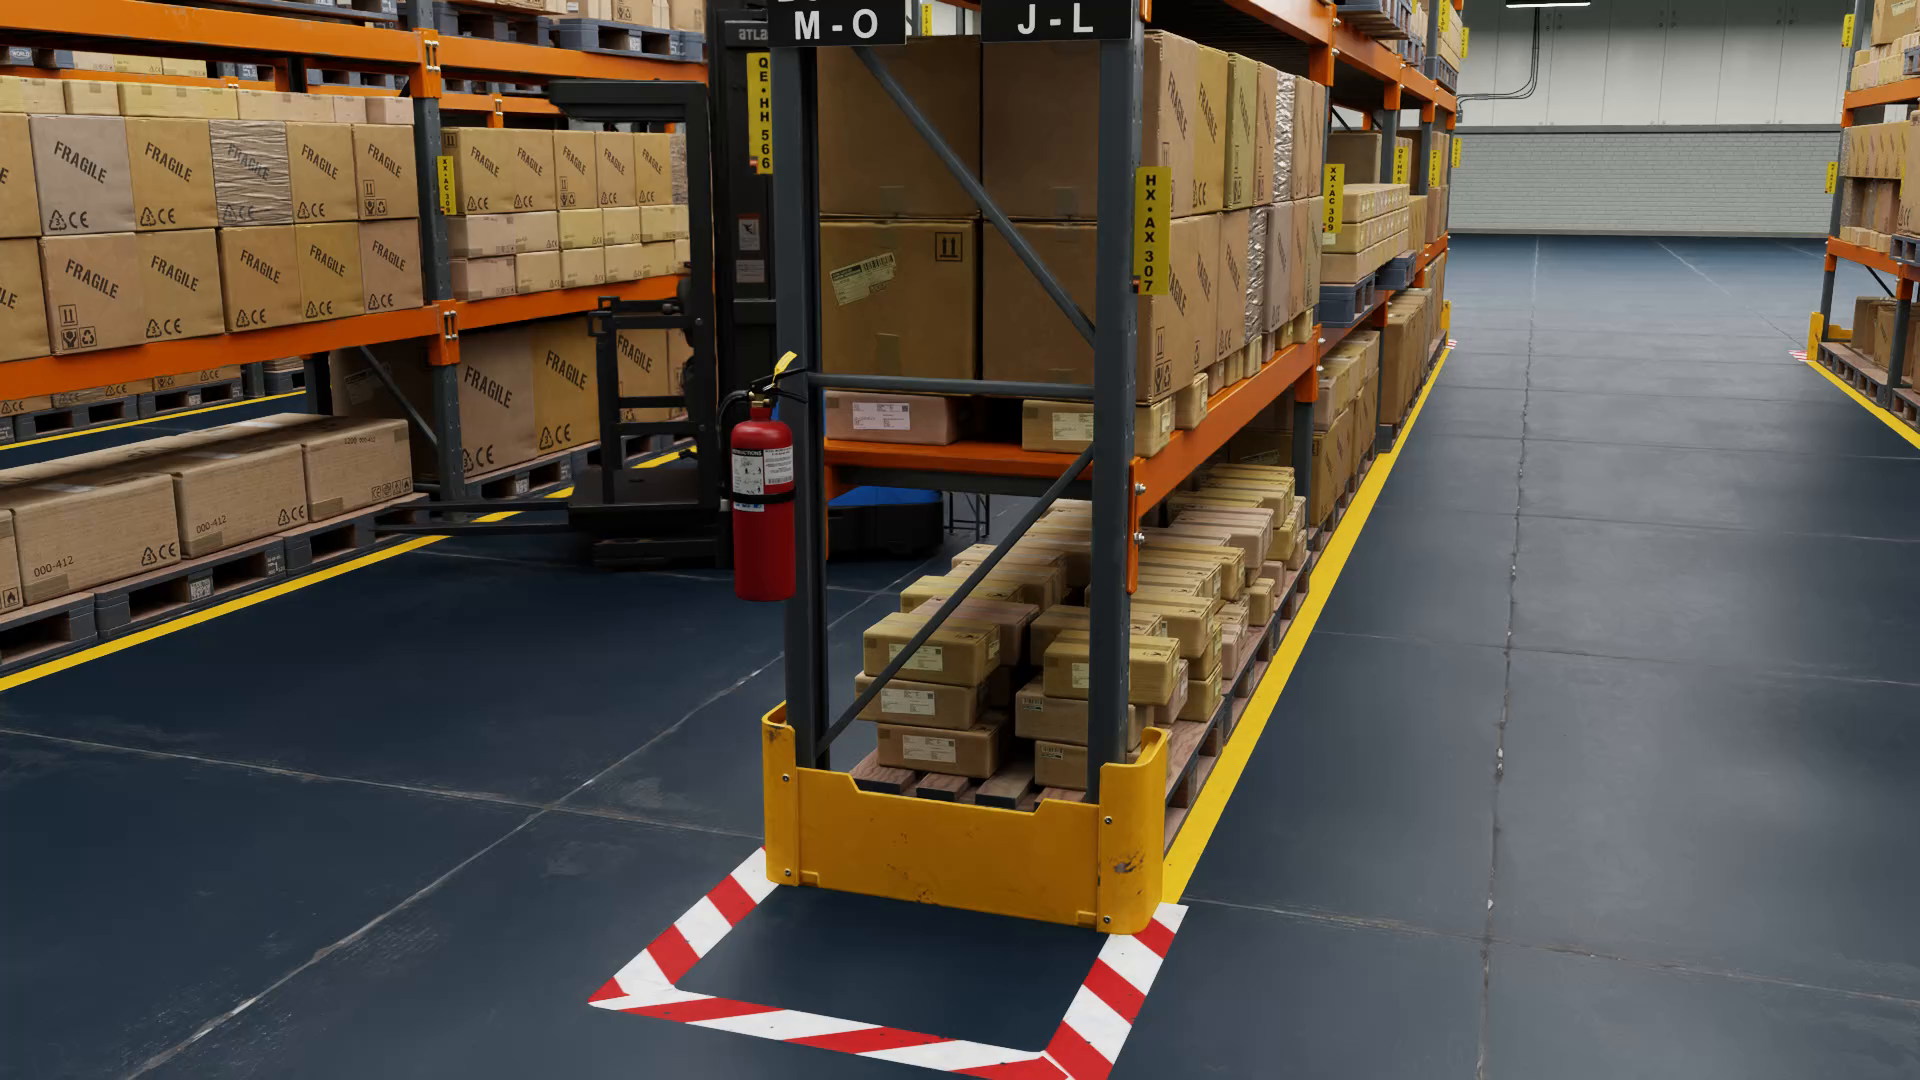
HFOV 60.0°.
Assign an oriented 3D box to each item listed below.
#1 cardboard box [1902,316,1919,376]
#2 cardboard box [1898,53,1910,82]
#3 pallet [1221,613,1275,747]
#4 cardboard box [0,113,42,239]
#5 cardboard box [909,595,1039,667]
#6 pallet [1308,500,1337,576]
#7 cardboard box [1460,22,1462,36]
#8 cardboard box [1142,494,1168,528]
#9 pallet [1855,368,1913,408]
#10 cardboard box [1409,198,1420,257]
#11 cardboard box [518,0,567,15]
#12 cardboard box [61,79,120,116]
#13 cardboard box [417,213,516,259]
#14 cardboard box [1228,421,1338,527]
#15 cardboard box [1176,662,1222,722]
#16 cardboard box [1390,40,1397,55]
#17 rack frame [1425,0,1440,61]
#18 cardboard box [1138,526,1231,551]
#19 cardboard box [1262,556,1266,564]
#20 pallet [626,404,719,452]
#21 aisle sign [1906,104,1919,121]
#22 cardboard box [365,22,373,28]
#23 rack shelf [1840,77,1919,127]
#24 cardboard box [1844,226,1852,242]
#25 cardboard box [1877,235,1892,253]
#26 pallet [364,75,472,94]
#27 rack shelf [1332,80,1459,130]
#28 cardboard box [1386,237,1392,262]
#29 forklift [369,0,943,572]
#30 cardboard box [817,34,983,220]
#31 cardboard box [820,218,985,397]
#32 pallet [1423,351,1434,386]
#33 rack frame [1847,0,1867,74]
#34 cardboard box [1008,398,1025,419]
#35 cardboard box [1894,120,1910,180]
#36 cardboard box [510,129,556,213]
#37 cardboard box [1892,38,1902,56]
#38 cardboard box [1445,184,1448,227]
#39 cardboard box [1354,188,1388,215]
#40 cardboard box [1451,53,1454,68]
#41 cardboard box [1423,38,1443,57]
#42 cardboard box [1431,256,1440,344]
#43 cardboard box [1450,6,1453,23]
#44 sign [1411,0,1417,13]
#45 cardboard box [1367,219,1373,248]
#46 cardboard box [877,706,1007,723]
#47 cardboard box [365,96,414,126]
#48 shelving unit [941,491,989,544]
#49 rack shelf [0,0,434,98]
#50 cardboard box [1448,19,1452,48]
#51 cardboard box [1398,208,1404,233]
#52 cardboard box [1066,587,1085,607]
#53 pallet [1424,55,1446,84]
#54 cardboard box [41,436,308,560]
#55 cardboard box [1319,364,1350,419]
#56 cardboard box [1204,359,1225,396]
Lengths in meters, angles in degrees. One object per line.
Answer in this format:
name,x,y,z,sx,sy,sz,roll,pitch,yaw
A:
cardboard box,8.869,-1.753,15.099,0.500,0.500,0.500,10,16,36
cardboard box,8.602,-4.177,14.645,0.500,0.250,0.500,5,14,20
pallet,0.697,0.503,6.809,1.003,0.211,1.213,4,14,18
cardboard box,-4.151,-1.477,6.746,0.500,0.500,0.500,4,13,17
cardboard box,0.047,0.301,5.555,0.380,0.149,0.250,5,14,19
pallet,1.525,-0.063,9.287,1.003,0.211,1.213,4,14,18
cardboard box,5.369,-5.671,18.458,0.380,0.149,0.250,4,14,19
cardboard box,0.723,-0.138,7.478,0.380,0.149,0.250,4,13,17
pallet,8.707,-1.348,14.922,1.003,0.211,1.213,4,14,18
cardboard box,3.620,-2.649,14.129,0.500,0.500,0.500,5,14,19
cardboard box,-2.702,-3.388,10.429,0.380,0.166,0.250,3,13,15
cardboard box,-3.926,-1.930,7.274,0.380,0.149,0.250,4,14,19
cardboard box,-3.033,-1.836,10.005,0.500,0.250,0.500,4,13,17
cardboard box,1.764,-0.381,9.088,0.500,0.500,0.500,5,14,21
cardboard box,0.720,0.522,5.921,0.380,0.149,0.250,5,14,19
cardboard box,2.624,-3.473,10.997,0.500,0.500,0.500,4,14,18
rack frame,3.863,-5.867,14.971,1.000,3.000,0.127,4,14,18
cardboard box,0.869,0.055,6.631,0.380,0.149,0.250,4,14,19
cardboard box,1.153,0.033,7.398,0.380,0.149,0.250,4,14,19
pallet,-2.474,-0.915,13.023,1.003,0.211,1.213,4,14,18
aisle sign,10.121,-4.665,17.344,0.394,0.787,0.004,4,14,18
cardboard box,-6.052,-4.906,16.107,0.500,0.500,0.500,5,14,20
rack shelf,9.170,-4.097,15.572,1.077,0.370,4.000,4,14,18
cardboard box,9.305,-3.138,17.060,0.380,0.149,0.250,4,14,18
cardboard box,8.518,-2.669,15.005,0.380,0.149,0.250,4,14,18
pallet,-5.825,-4.817,17.539,0.805,0.209,1.217,4,13,16
rack shelf,4.510,-4.475,17.230,1.077,0.370,4.000,4,14,18
cardboard box,2.424,-1.776,10.148,0.380,0.149,0.250,5,14,20
forklift,-1.653,-1.388,8.981,3.031,2.935,1.130,-2,13,-9
cardboard box,-0.107,-1.211,4.914,0.500,0.500,0.500,4,13,17
cardboard box,-0.118,-0.723,5.020,0.500,0.500,0.500,5,14,20
pallet,4.183,-1.737,16.625,1.003,0.211,1.213,4,14,18
rack frame,9.817,-6.331,17.003,1.000,3.000,0.127,4,14,18
cardboard box,0.001,-0.486,5.440,0.380,0.149,0.250,4,14,18
cardboard box,8.408,-3.360,14.327,0.500,0.500,0.500,4,14,18
cardboard box,-2.889,-2.310,10.398,0.500,0.500,0.500,4,14,18
cardboard box,8.776,-4.515,15.228,0.380,0.149,0.250,5,14,21
cardboard box,5.080,-3.776,18.955,0.875,0.550,0.550,4,14,18
cardboard box,2.254,-1.952,9.585,0.380,0.149,0.250,5,14,20
cardboard box,4.958,-5.016,17.379,0.380,0.149,0.250,4,14,19
cardboard box,4.302,-4.588,15.503,0.380,0.149,0.250,4,13,17
cardboard box,4.717,-2.620,18.059,0.875,0.875,0.875,4,13,18
cardboard box,4.713,-5.245,16.589,0.380,0.149,0.250,4,14,18
sign,3.081,-3.775,11.384,0.100,0.325,0.005,4,14,18
cardboard box,2.002,-1.644,8.903,0.380,0.149,0.250,5,14,20
cardboard box,-0.060,0.582,5.660,0.380,0.149,0.250,5,14,20
cardboard box,-3.241,-2.358,9.148,0.380,0.149,0.250,4,13,17
shelving unit,0.025,-0.589,9.372,0.258,1.200,0.189,4,14,18
rack shelf,-4.089,-2.284,7.628,1.077,0.370,4.000,4,14,18
cardboard box,4.610,-5.026,16.525,0.500,0.250,0.500,4,14,18
cardboard box,2.672,-2.079,10.807,0.380,0.149,0.250,5,14,20
cardboard box,0.303,0.221,6.575,0.380,0.149,0.250,5,14,21
pallet,4.137,-4.533,16.066,1.003,0.211,1.213,4,14,18
cardboard box,-4.036,-0.236,8.594,0.875,0.438,0.875,4,13,17
cardboard box,1.933,-0.858,9.497,0.500,0.250,0.500,5,14,20
cardboard box,0.748,-0.617,6.015,0.380,0.149,0.250,4,13,17
